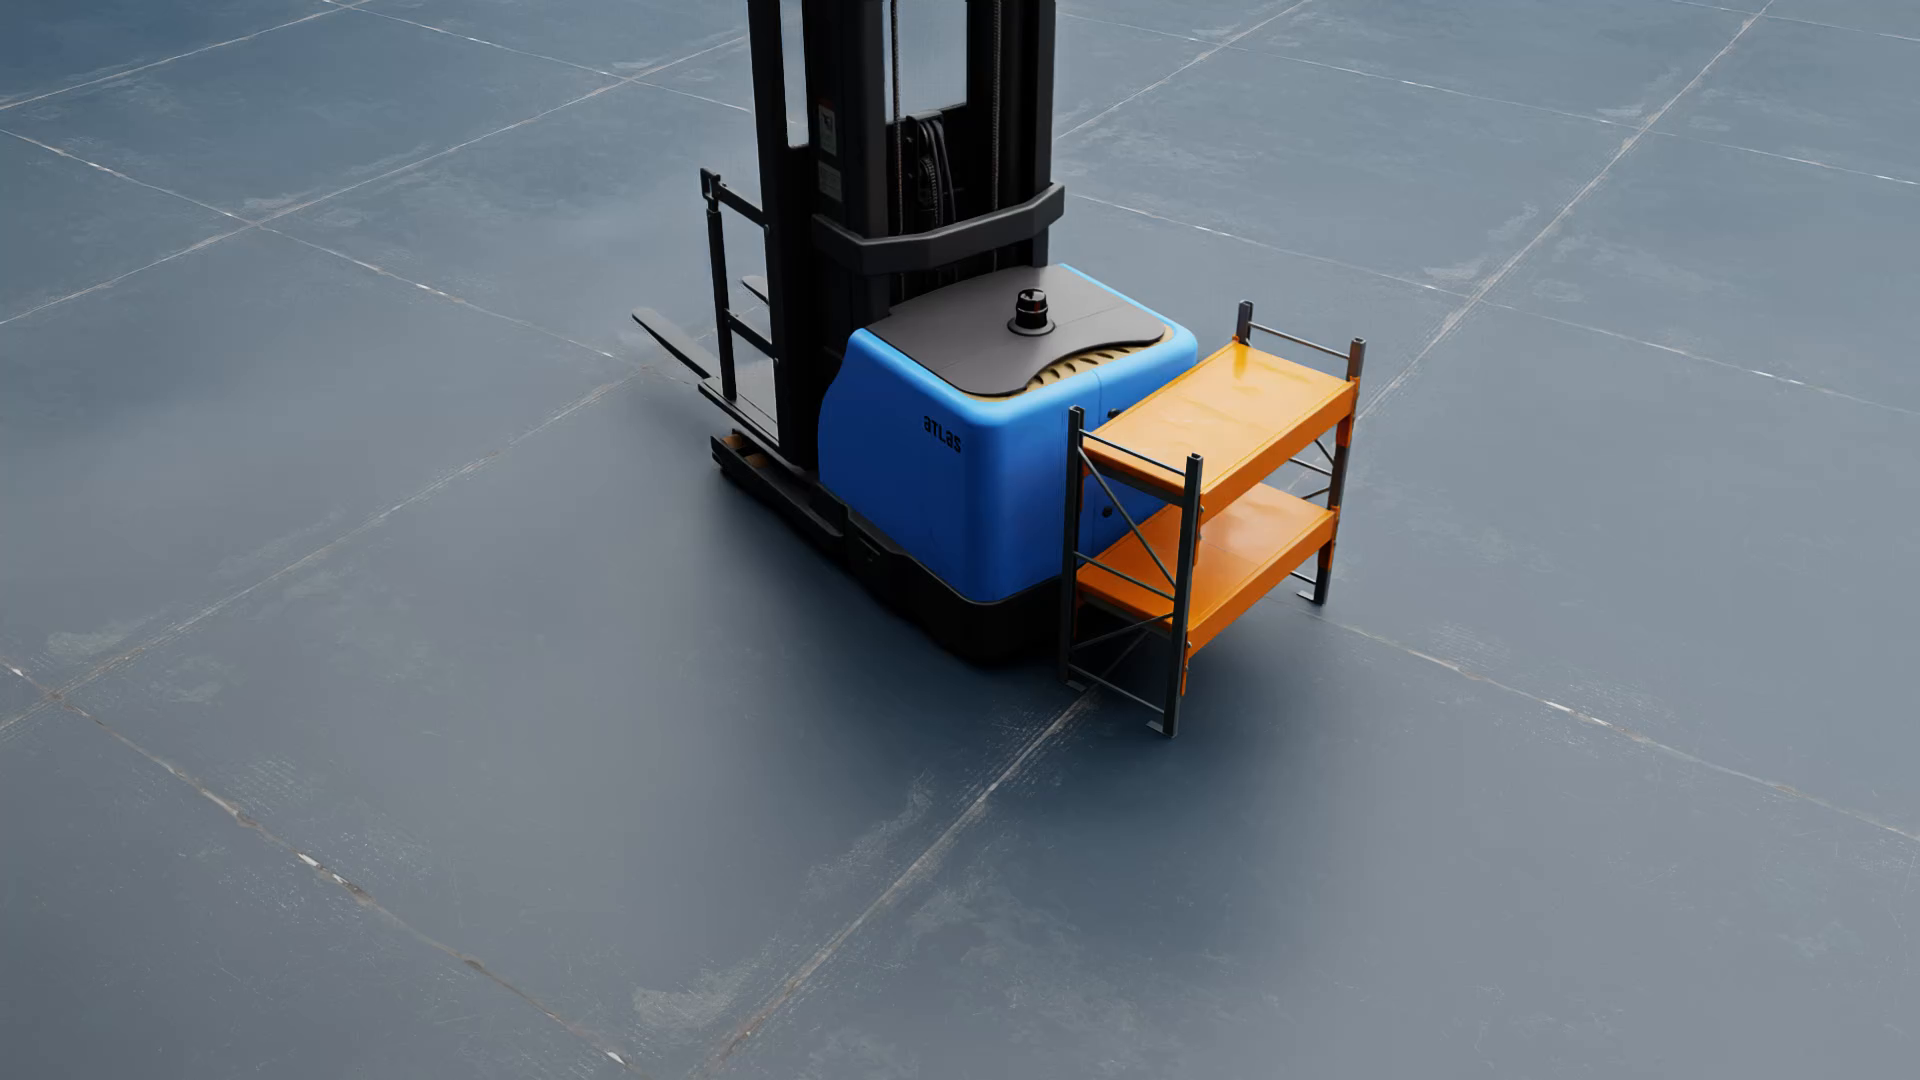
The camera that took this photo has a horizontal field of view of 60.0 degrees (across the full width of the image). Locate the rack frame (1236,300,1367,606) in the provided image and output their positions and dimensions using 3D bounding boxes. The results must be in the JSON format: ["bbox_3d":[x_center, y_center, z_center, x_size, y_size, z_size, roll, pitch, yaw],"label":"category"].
[{"bbox_3d":[1.210,-0.309,6.203,0.500,1.125,0.032,25,42,32],"label":"rack frame"}]

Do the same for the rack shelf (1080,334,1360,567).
[{"bbox_3d":[0.881,-0.335,5.718,0.538,0.278,1.000,25,42,32],"label":"rack shelf"}]

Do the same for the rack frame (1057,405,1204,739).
[{"bbox_3d":[0.551,0.125,5.561,0.500,1.125,0.032,25,42,32],"label":"rack frame"}]

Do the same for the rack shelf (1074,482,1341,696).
[{"bbox_3d":[0.881,0.110,6.019,0.538,0.278,1.000,25,42,32],"label":"rack shelf"}]

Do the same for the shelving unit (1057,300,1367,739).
[{"bbox_3d":[0.881,-0.092,5.882,0.538,1.125,1.048,25,42,32],"label":"shelving unit"}]

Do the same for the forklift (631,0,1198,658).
[{"bbox_3d":[-0.410,-1.561,6.441,1.130,2.935,3.031,-22,40,-29],"label":"forklift"}]
